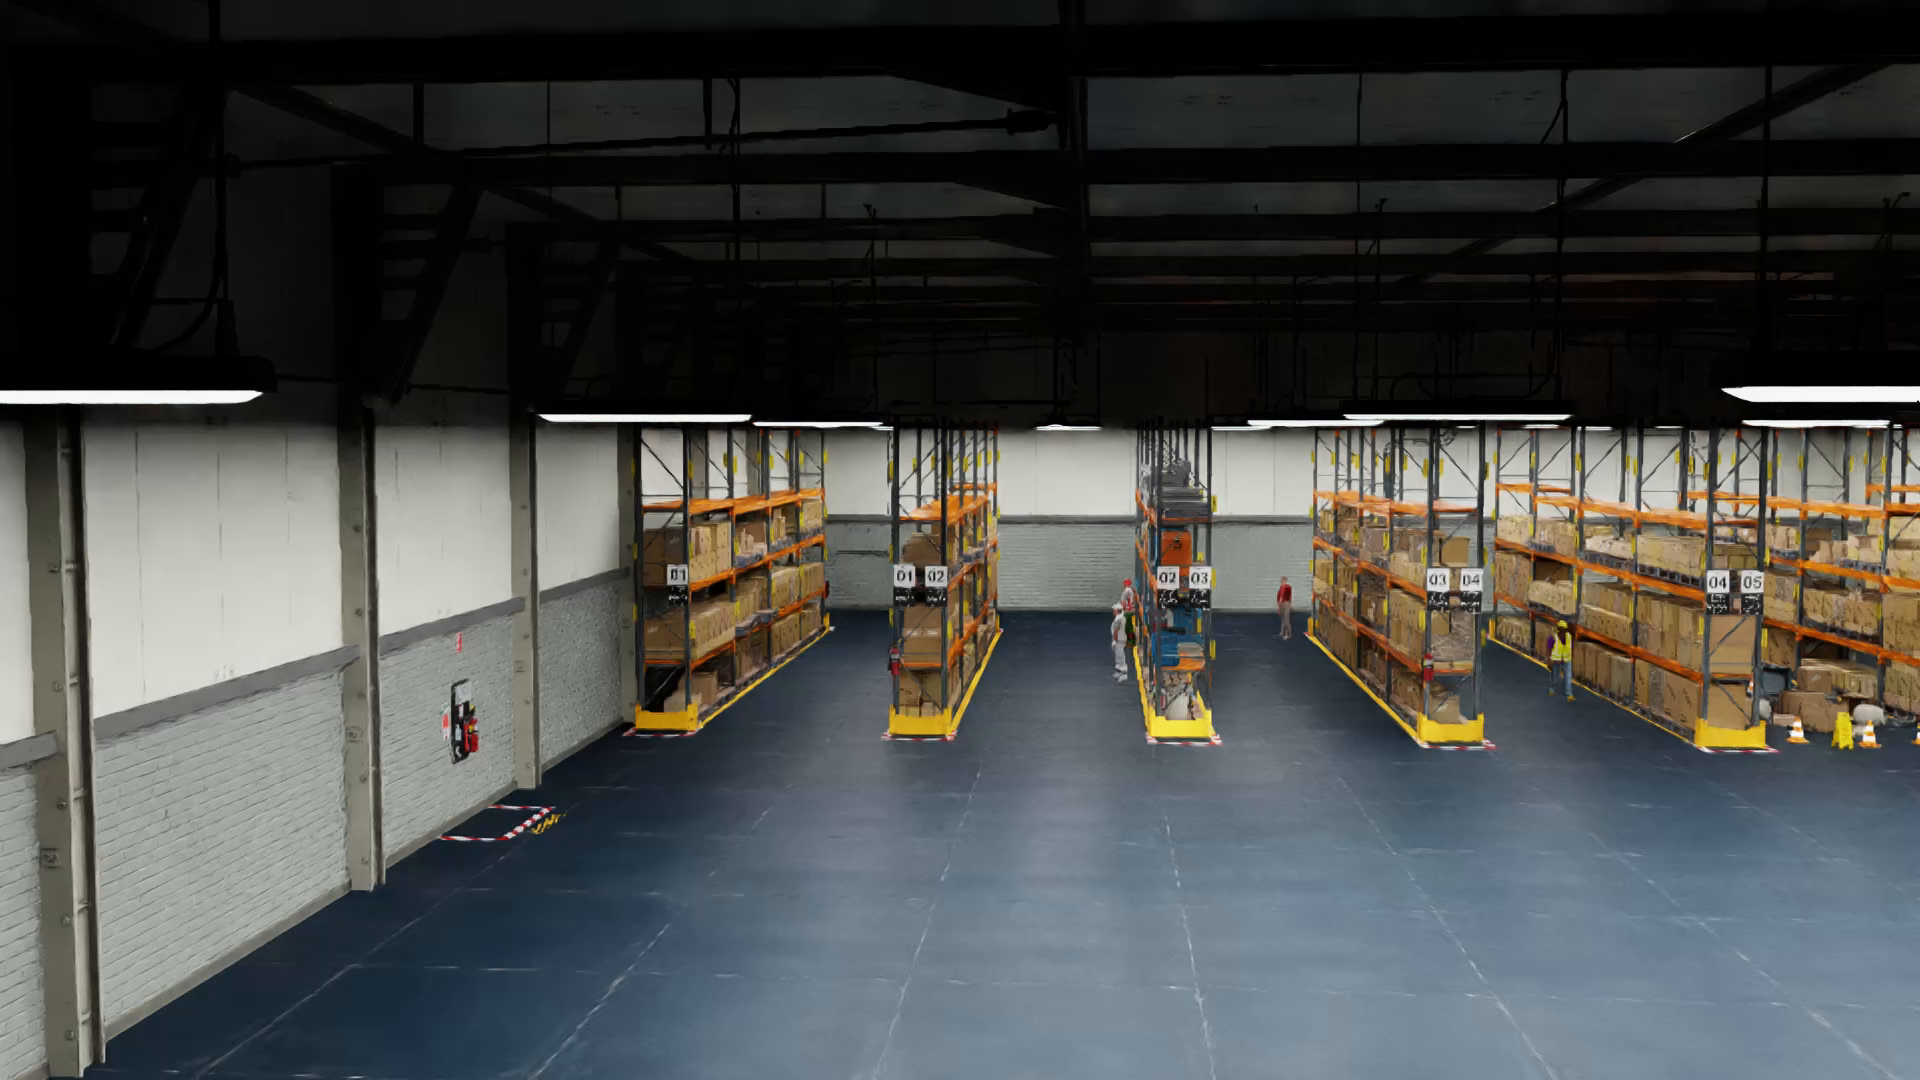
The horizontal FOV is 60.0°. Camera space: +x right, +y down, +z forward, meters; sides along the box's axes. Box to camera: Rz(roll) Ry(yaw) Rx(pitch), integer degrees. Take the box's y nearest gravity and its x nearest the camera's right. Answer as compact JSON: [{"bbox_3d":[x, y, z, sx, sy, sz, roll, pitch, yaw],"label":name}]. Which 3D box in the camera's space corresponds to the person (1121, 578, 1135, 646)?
[{"bbox_3d":[4.451,1.917,44.441,0.582,1.785,0.664,2,4,25],"label":"person"}]

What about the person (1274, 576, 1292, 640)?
[{"bbox_3d":[8.899,1.858,45.804,0.597,1.721,0.668,2,4,29],"label":"person"}]

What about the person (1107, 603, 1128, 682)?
[{"bbox_3d":[3.605,2.329,38.060,0.550,1.787,0.628,1,4,20],"label":"person"}]

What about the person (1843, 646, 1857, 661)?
[{"bbox_3d":[21.376,2.277,39.865,0.434,1.658,0.492,-2,4,-27],"label":"person"}]

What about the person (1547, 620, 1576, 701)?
[{"bbox_3d":[12.825,2.549,35.510,0.577,1.691,1.114,0,4,7],"label":"person"}]
